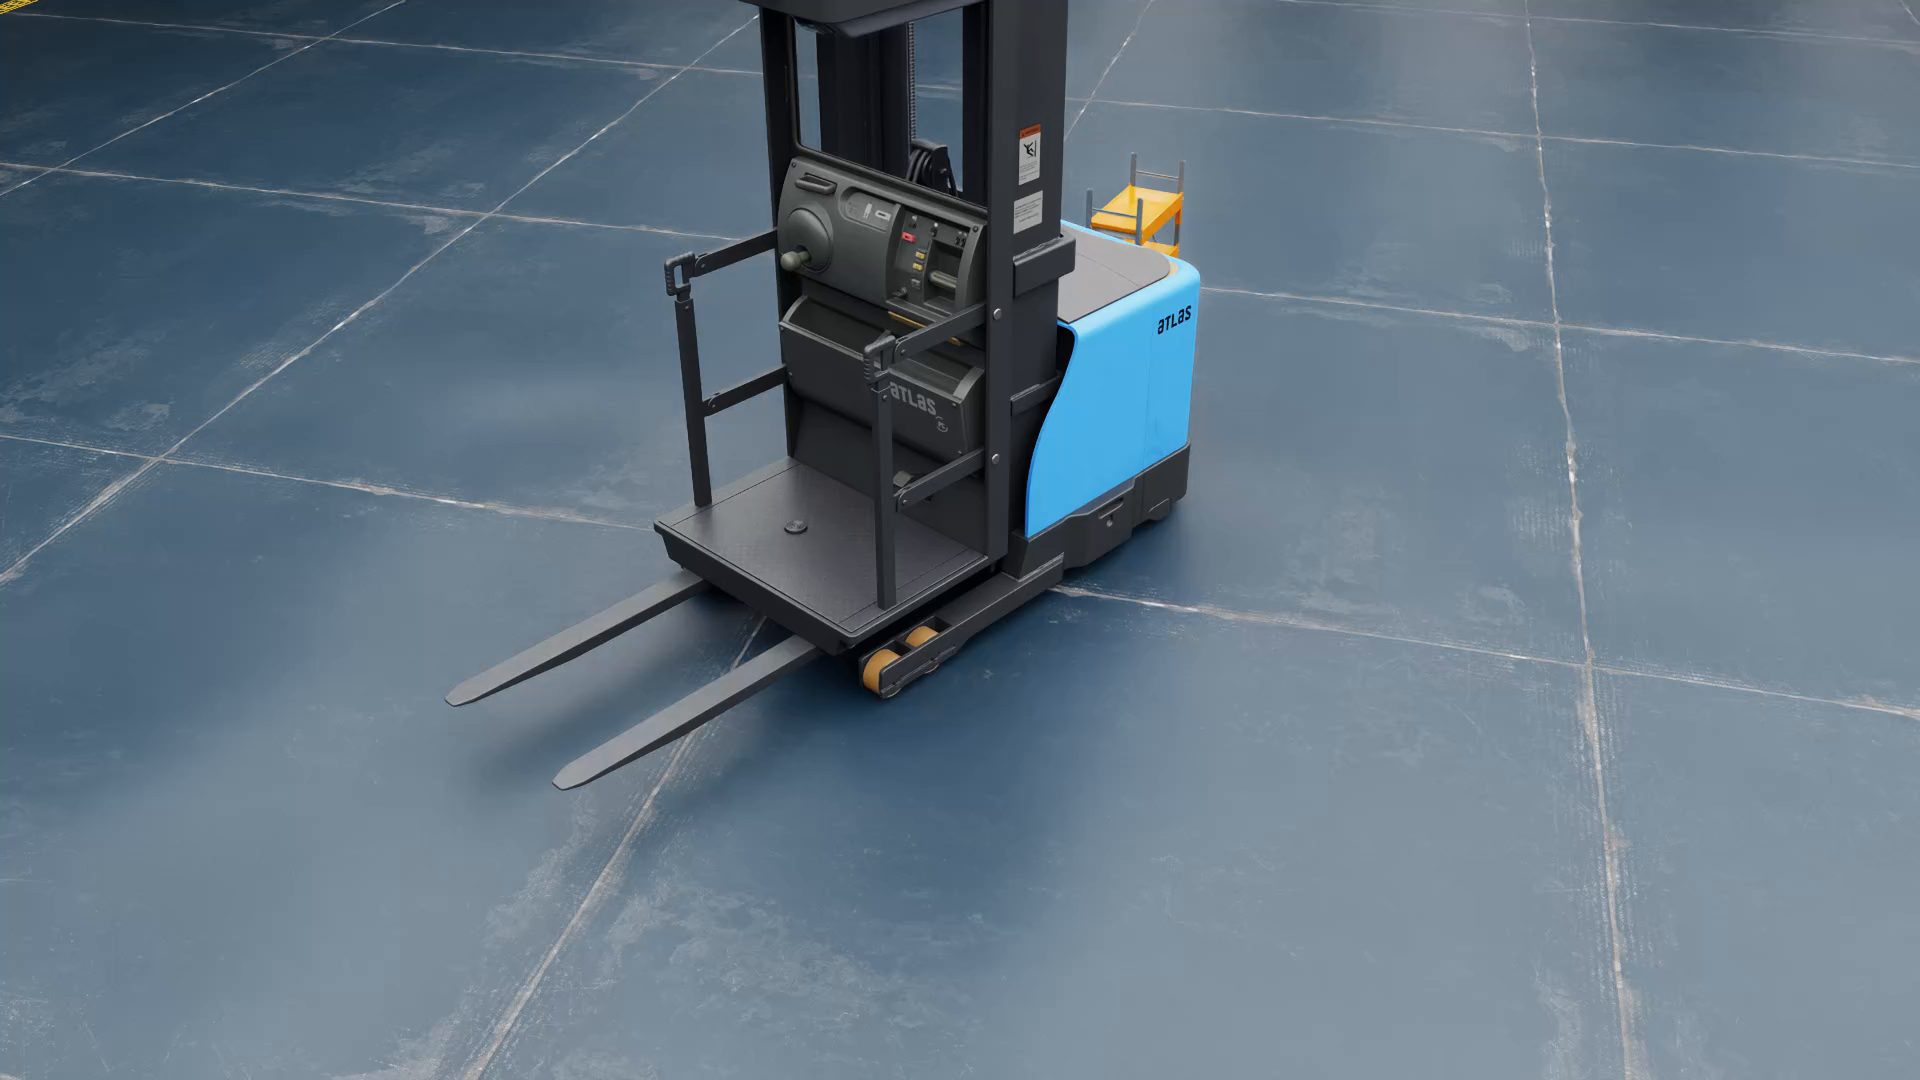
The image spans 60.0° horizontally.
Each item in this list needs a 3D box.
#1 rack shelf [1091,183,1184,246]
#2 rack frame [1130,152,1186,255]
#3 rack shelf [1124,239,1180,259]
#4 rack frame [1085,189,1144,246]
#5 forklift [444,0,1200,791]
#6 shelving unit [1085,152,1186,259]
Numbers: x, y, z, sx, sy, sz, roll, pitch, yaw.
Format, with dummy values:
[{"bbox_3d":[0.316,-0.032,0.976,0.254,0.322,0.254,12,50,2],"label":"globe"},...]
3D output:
[{"bbox_3d":[0.735,-1.339,7.005,0.258,0.148,0.480,15,35,22],"label":"rack shelf"},{"bbox_3d":[0.844,-1.124,7.400,0.240,1.200,0.015,15,35,22],"label":"rack frame"},{"bbox_3d":[0.735,-1.139,7.132,0.258,0.148,0.480,15,35,22],"label":"rack shelf"},{"bbox_3d":[0.626,-0.890,7.032,0.240,1.200,0.015,15,35,22],"label":"rack frame"},{"bbox_3d":[-0.431,-0.992,5.578,1.130,2.935,3.031,27,41,35],"label":"forklift"},{"bbox_3d":[0.735,-1.007,7.216,0.258,1.200,0.503,15,35,22],"label":"shelving unit"}]
